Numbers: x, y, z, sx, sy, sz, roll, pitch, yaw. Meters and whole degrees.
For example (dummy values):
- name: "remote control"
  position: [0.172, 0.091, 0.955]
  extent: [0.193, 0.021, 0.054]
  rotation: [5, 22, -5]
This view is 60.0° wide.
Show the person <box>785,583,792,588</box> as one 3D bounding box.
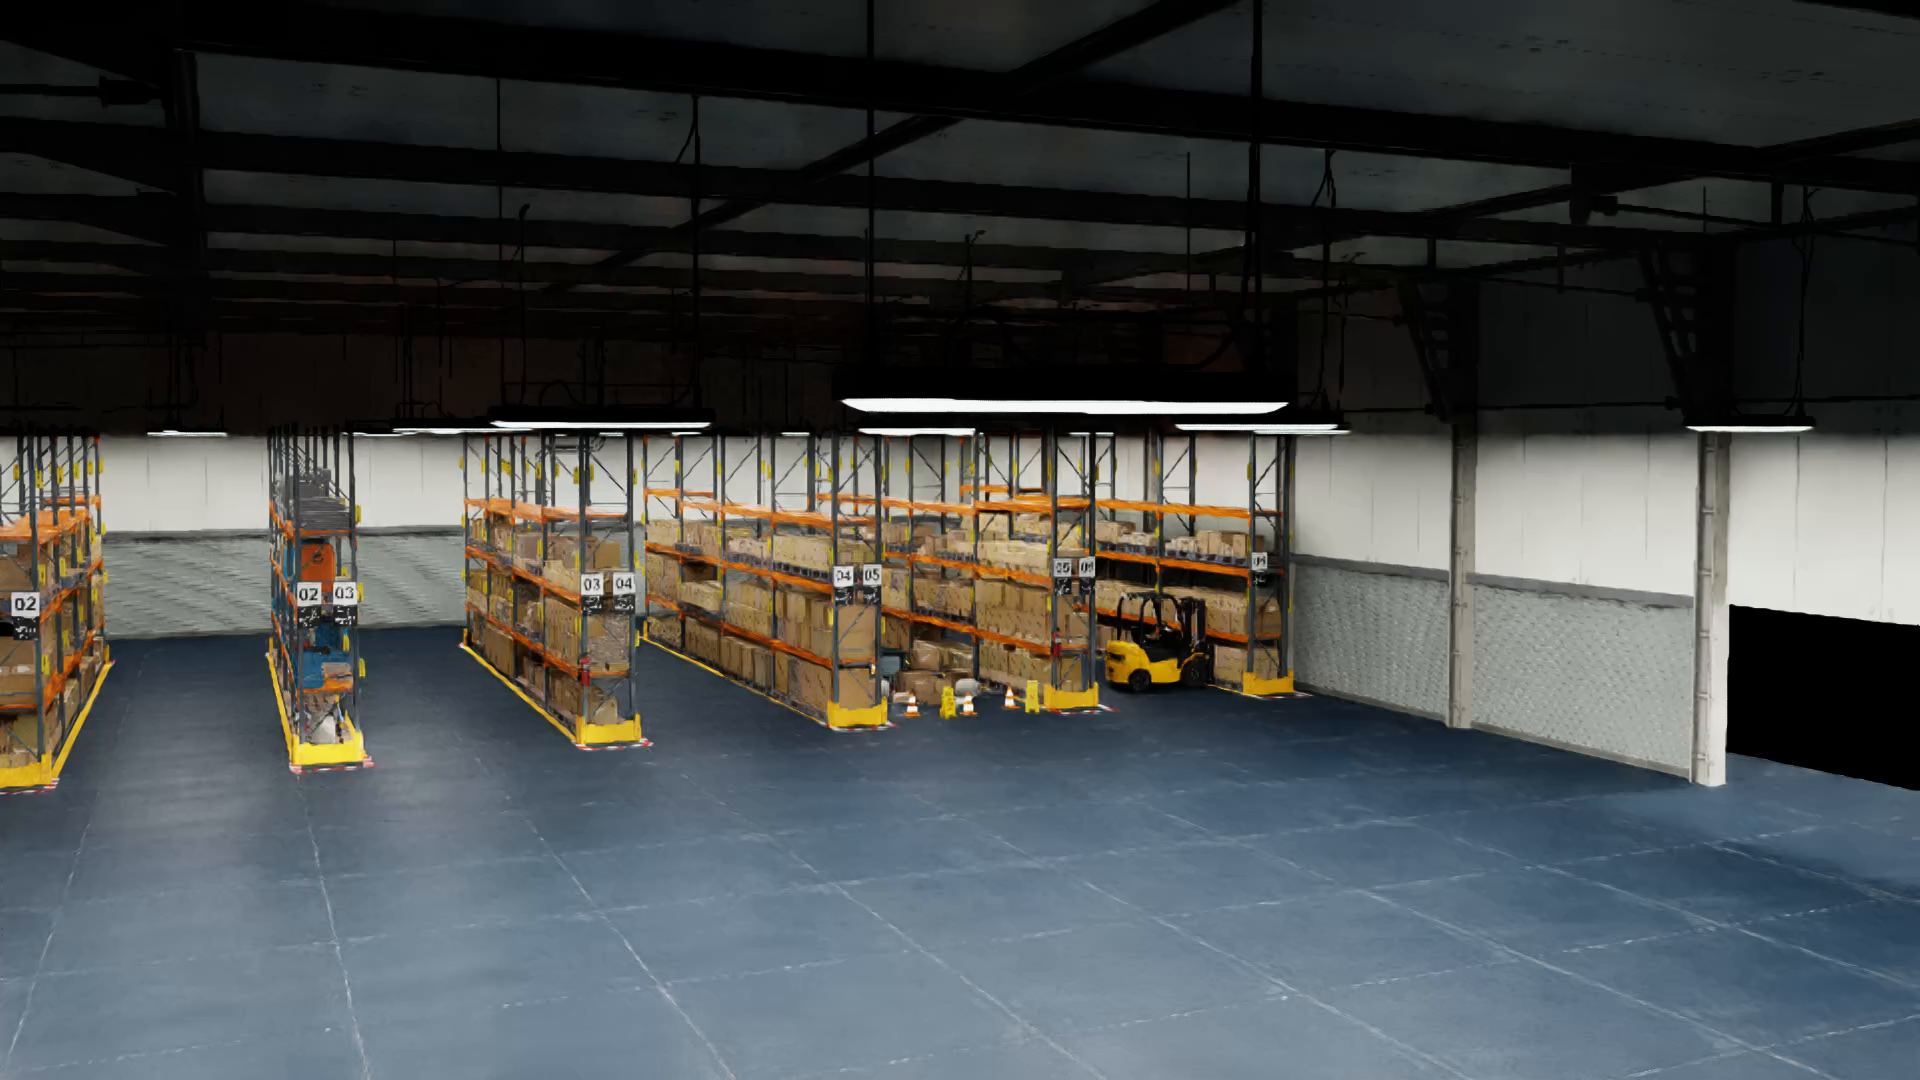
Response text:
- name: "person"
  position: [-4.805, 2.040, 46.489]
  extent: [0.545, 1.655, 0.545]
  rotation: [0, 4, -6]
